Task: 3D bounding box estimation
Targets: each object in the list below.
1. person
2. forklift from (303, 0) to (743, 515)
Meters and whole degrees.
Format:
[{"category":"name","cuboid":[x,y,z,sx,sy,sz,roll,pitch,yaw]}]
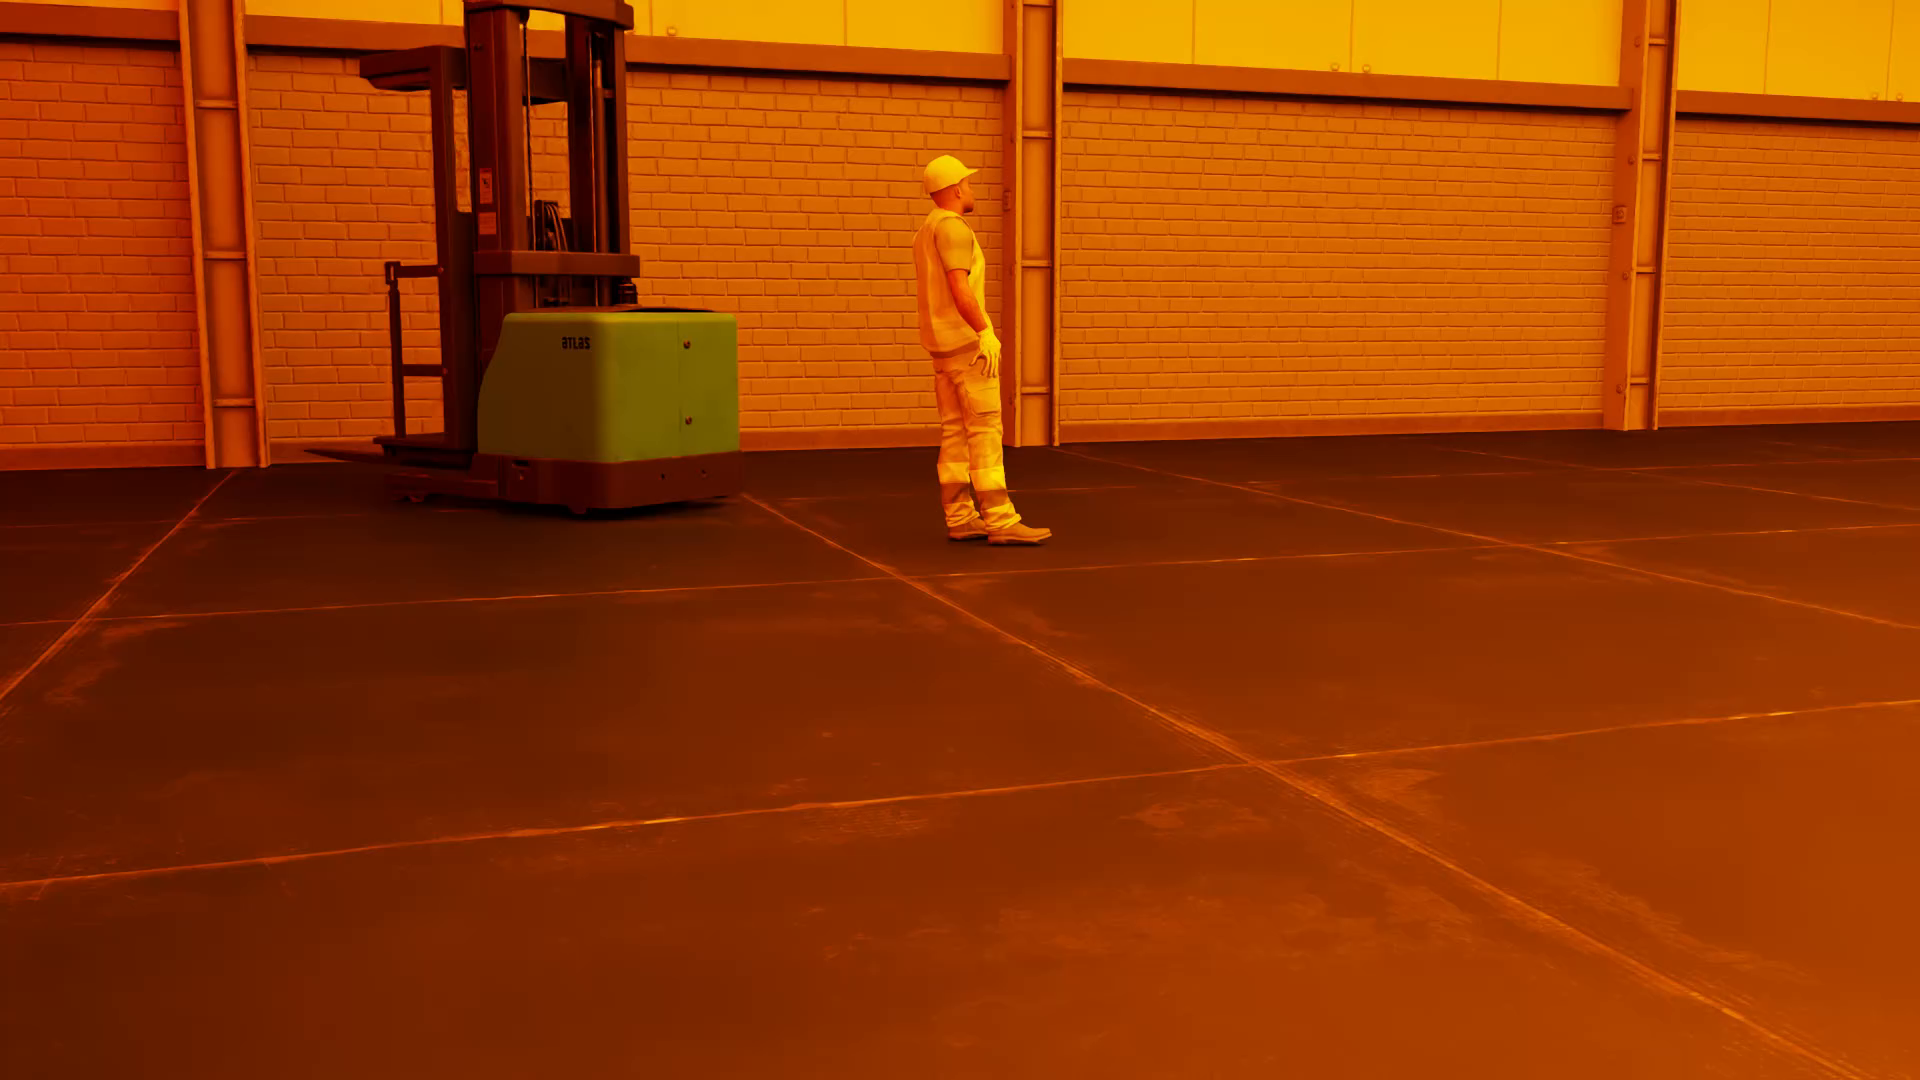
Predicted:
[{"category":"person","cuboid":[0.079,-0.896,7.817,0.564,1.787,0.638,-3,8,-18]},{"category":"forklift","cuboid":[-2.704,-1.712,9.633,3.031,2.935,1.130,6,10,36]}]
